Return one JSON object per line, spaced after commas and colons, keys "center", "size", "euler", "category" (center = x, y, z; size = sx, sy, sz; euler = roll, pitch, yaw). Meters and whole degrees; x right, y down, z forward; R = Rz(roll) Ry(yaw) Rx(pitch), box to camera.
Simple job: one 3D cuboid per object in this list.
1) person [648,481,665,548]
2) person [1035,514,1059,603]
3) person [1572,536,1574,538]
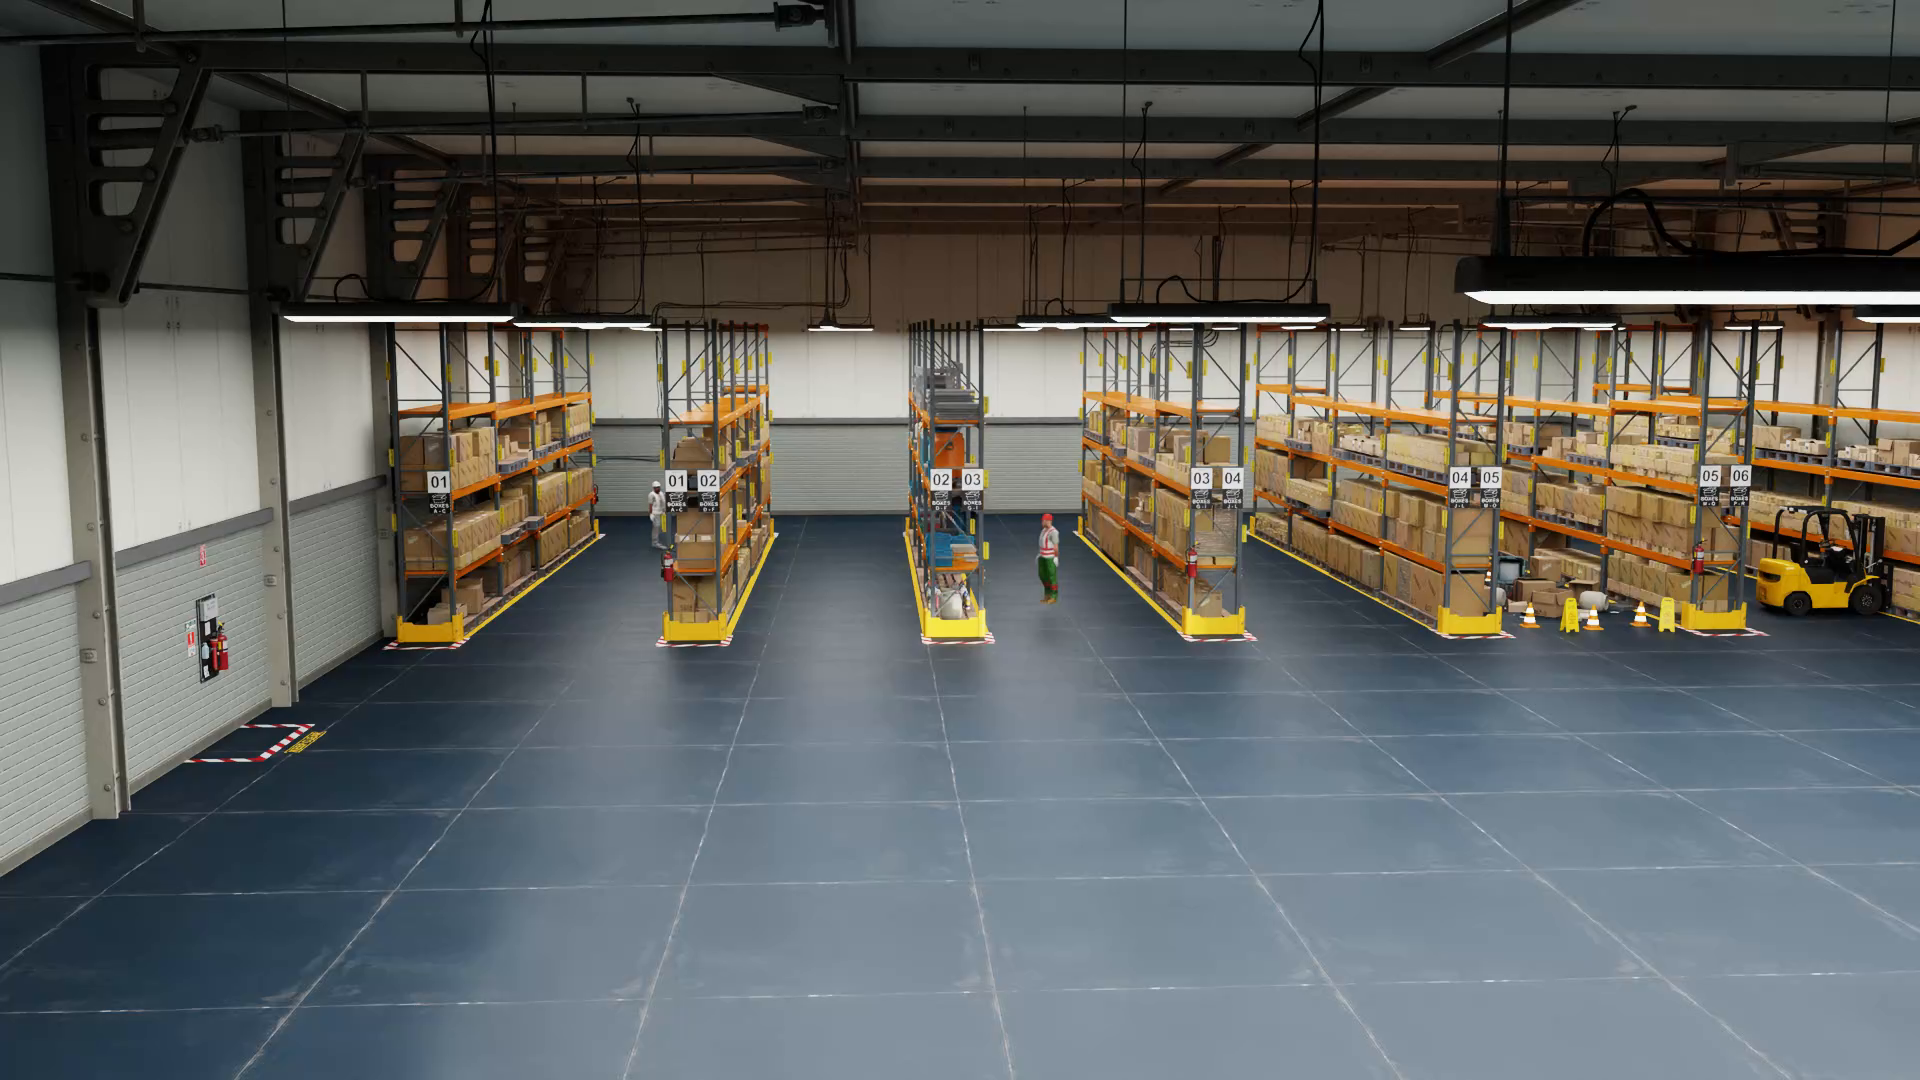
{"center": [-8.116, -0.692, 44.773], "size": [0.465, 1.791, 0.585], "euler": [1, 7, 11], "category": "person"}
{"center": [1.793, 0.385, 33.714], "size": [0.425, 1.848, 0.583], "euler": [-4, 8, -30], "category": "person"}
{"center": [16.882, -0.930, 46.682], "size": [0.773, 1.740, 0.652], "euler": [1, 7, 4], "category": "person"}
